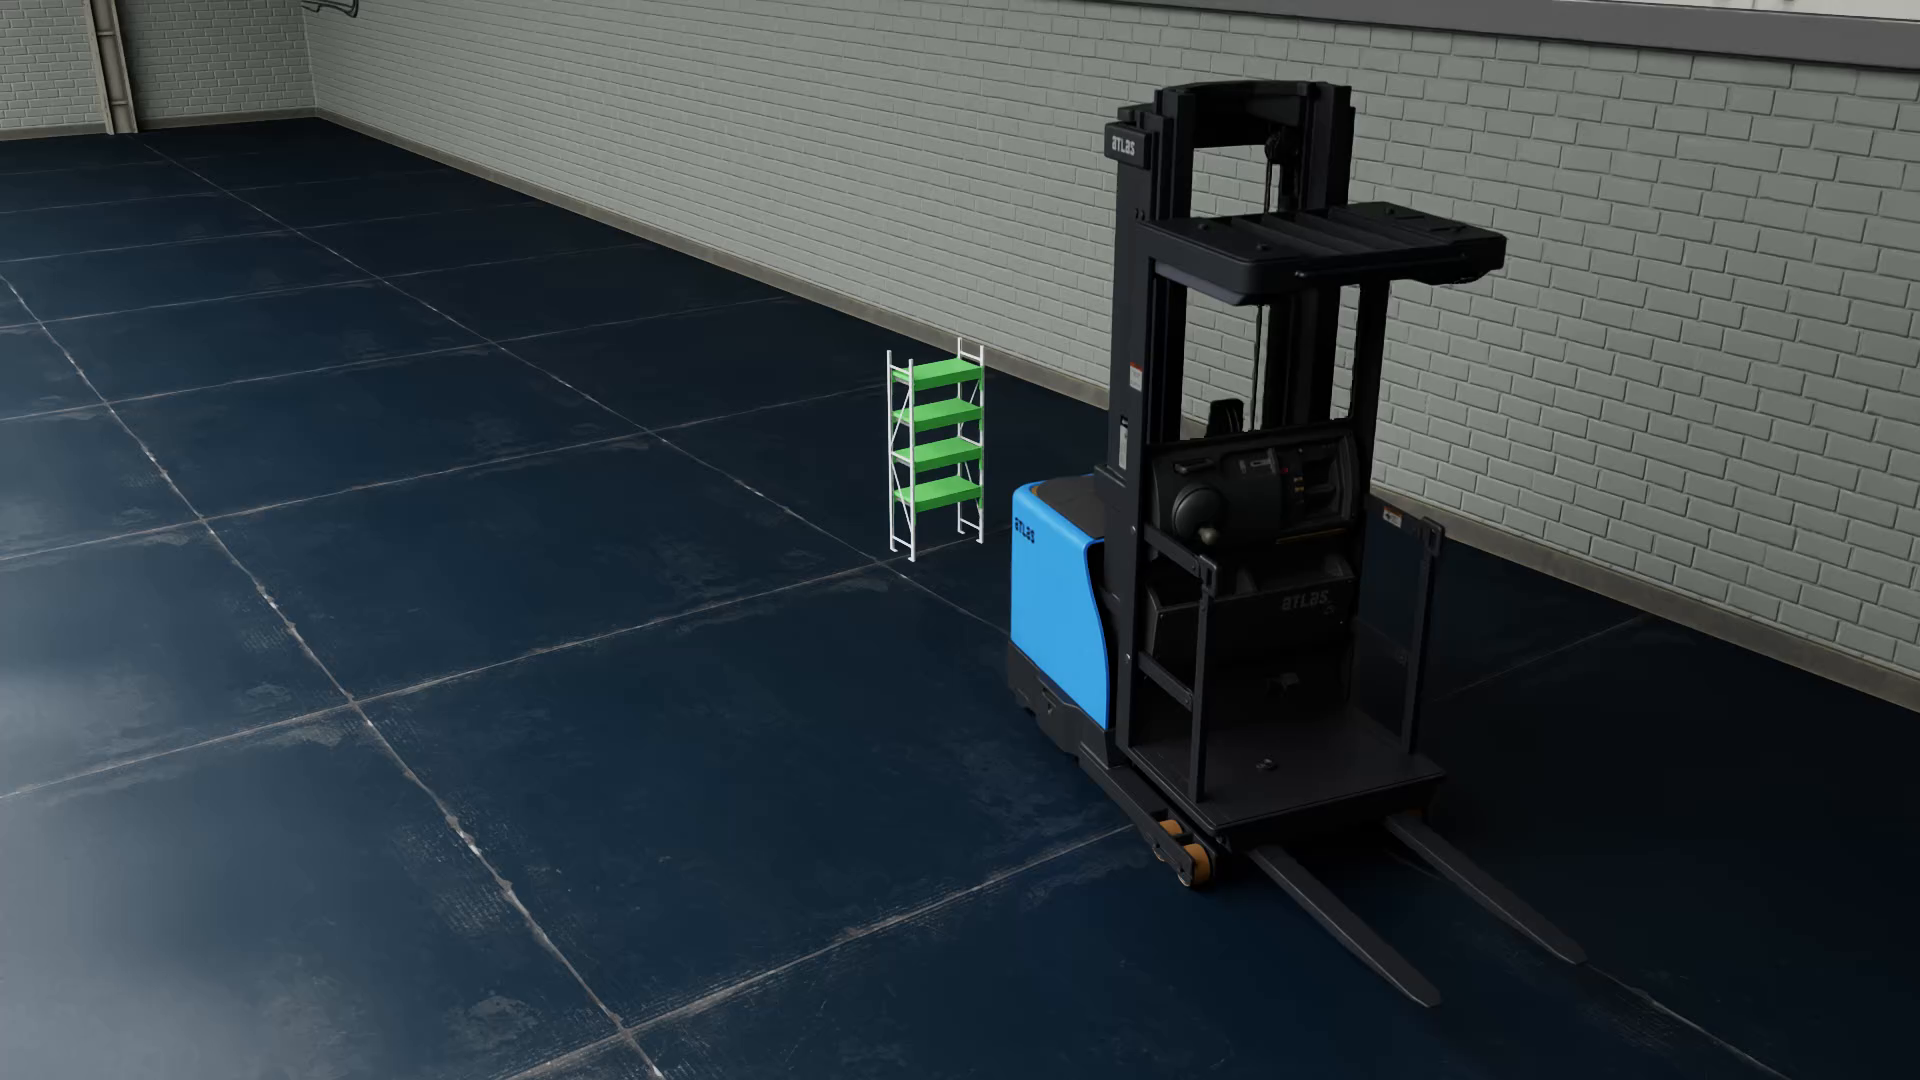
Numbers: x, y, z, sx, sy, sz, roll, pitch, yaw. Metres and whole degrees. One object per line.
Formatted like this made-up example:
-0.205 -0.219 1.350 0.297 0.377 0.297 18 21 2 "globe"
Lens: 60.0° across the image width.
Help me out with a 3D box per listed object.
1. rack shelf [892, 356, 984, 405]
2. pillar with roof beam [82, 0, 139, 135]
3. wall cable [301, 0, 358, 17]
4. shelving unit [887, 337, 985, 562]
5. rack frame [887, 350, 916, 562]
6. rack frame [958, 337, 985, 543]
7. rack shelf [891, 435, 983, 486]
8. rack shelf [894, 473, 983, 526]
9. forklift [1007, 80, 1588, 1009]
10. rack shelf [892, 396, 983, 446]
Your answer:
-0.134 -0.908 9.430 0.480 0.148 0.258 -15 26 -33 "rack shelf"
-10.399 -9.167 20.728 0.400 9.000 9.100 -15 26 -33 "pillar with roof beam"
-9.750 -9.260 25.150 0.112 2.526 3.097 -15 26 -33 "wall cable"
-0.134 -0.521 9.584 0.503 1.200 0.258 -15 26 -33 "shelving unit"
-0.332 -0.469 9.452 0.015 1.200 0.240 -15 26 -33 "rack frame"
0.064 -0.574 9.717 0.015 1.200 0.240 -15 26 -33 "rack frame"
-0.134 -0.462 9.608 0.480 0.148 0.258 -15 26 -33 "rack shelf"
-0.134 -0.239 9.697 0.480 0.148 0.258 -15 26 -33 "rack shelf"
1.261 -0.186 6.407 1.130 2.935 3.031 -9 23 -21 "forklift"
-0.134 -0.685 9.519 0.480 0.148 0.258 -15 26 -33 "rack shelf"
